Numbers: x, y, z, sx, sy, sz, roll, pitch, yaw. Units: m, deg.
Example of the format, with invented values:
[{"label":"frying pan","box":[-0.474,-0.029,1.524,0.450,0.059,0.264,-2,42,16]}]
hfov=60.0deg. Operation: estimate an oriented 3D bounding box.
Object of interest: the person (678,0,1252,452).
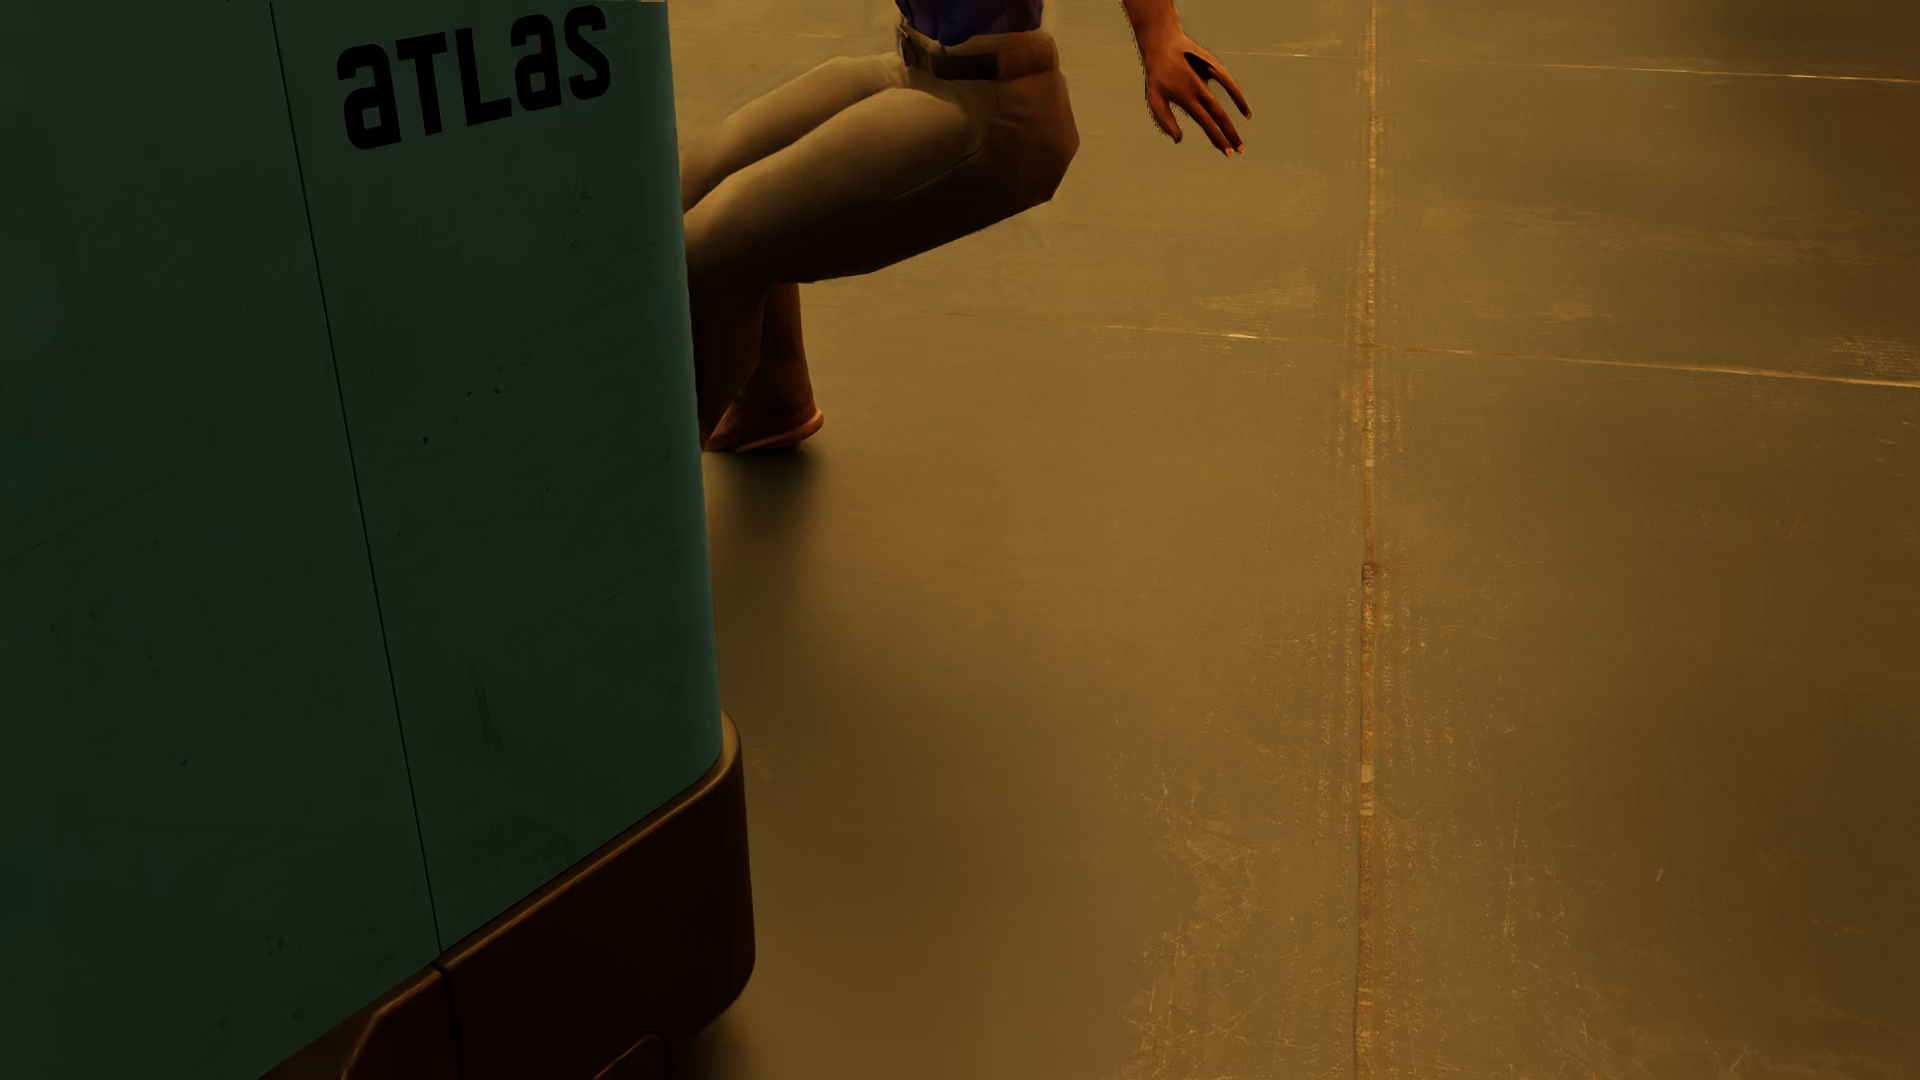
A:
[{"label":"person","box":[-0.218,-0.567,2.195,0.900,1.396,1.000,-6,27,-11]}]

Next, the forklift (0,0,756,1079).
[{"label":"forklift","box":[-1.461,-0.445,0.127,1.130,2.935,3.031,18,32,32]}]
